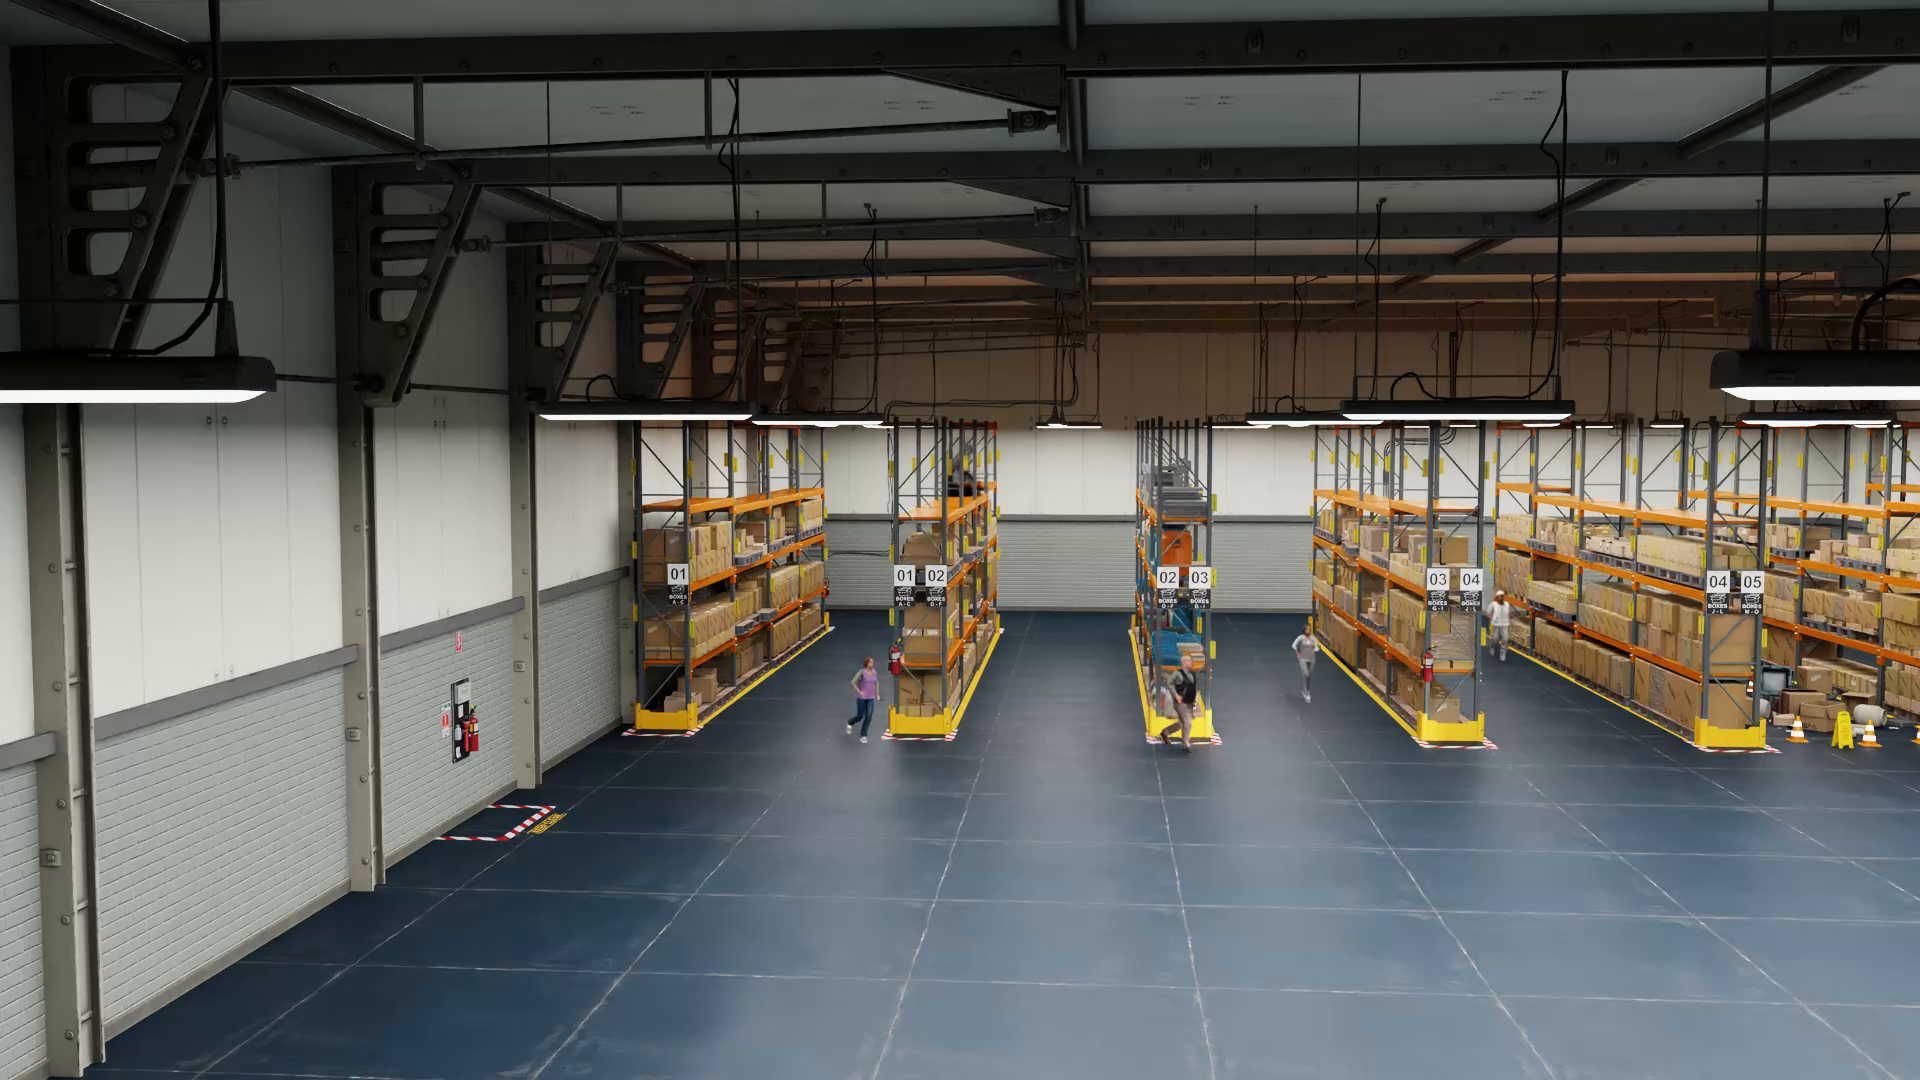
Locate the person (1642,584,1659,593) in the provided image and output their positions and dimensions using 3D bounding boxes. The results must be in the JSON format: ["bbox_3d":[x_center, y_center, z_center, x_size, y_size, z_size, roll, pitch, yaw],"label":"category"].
[{"bbox_3d":[19.607,1.803,47.288,0.728,1.755,0.614,1,4,16],"label":"person"}]

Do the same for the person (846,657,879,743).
[{"bbox_3d":[-1.733,2.935,30.834,0.598,1.544,0.758,-2,4,-30],"label":"person"}]

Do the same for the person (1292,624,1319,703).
[{"bbox_3d":[7.364,2.606,35.357,0.521,1.636,0.675,-1,4,-8],"label":"person"}]

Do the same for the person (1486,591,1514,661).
[{"bbox_3d":[13.503,2.141,41.568,0.689,1.740,0.748,0,4,0],"label":"person"}]

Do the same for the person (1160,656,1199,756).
[{"bbox_3d":[3.955,2.922,29.745,0.835,1.740,0.668,4,5,44],"label":"person"}]
